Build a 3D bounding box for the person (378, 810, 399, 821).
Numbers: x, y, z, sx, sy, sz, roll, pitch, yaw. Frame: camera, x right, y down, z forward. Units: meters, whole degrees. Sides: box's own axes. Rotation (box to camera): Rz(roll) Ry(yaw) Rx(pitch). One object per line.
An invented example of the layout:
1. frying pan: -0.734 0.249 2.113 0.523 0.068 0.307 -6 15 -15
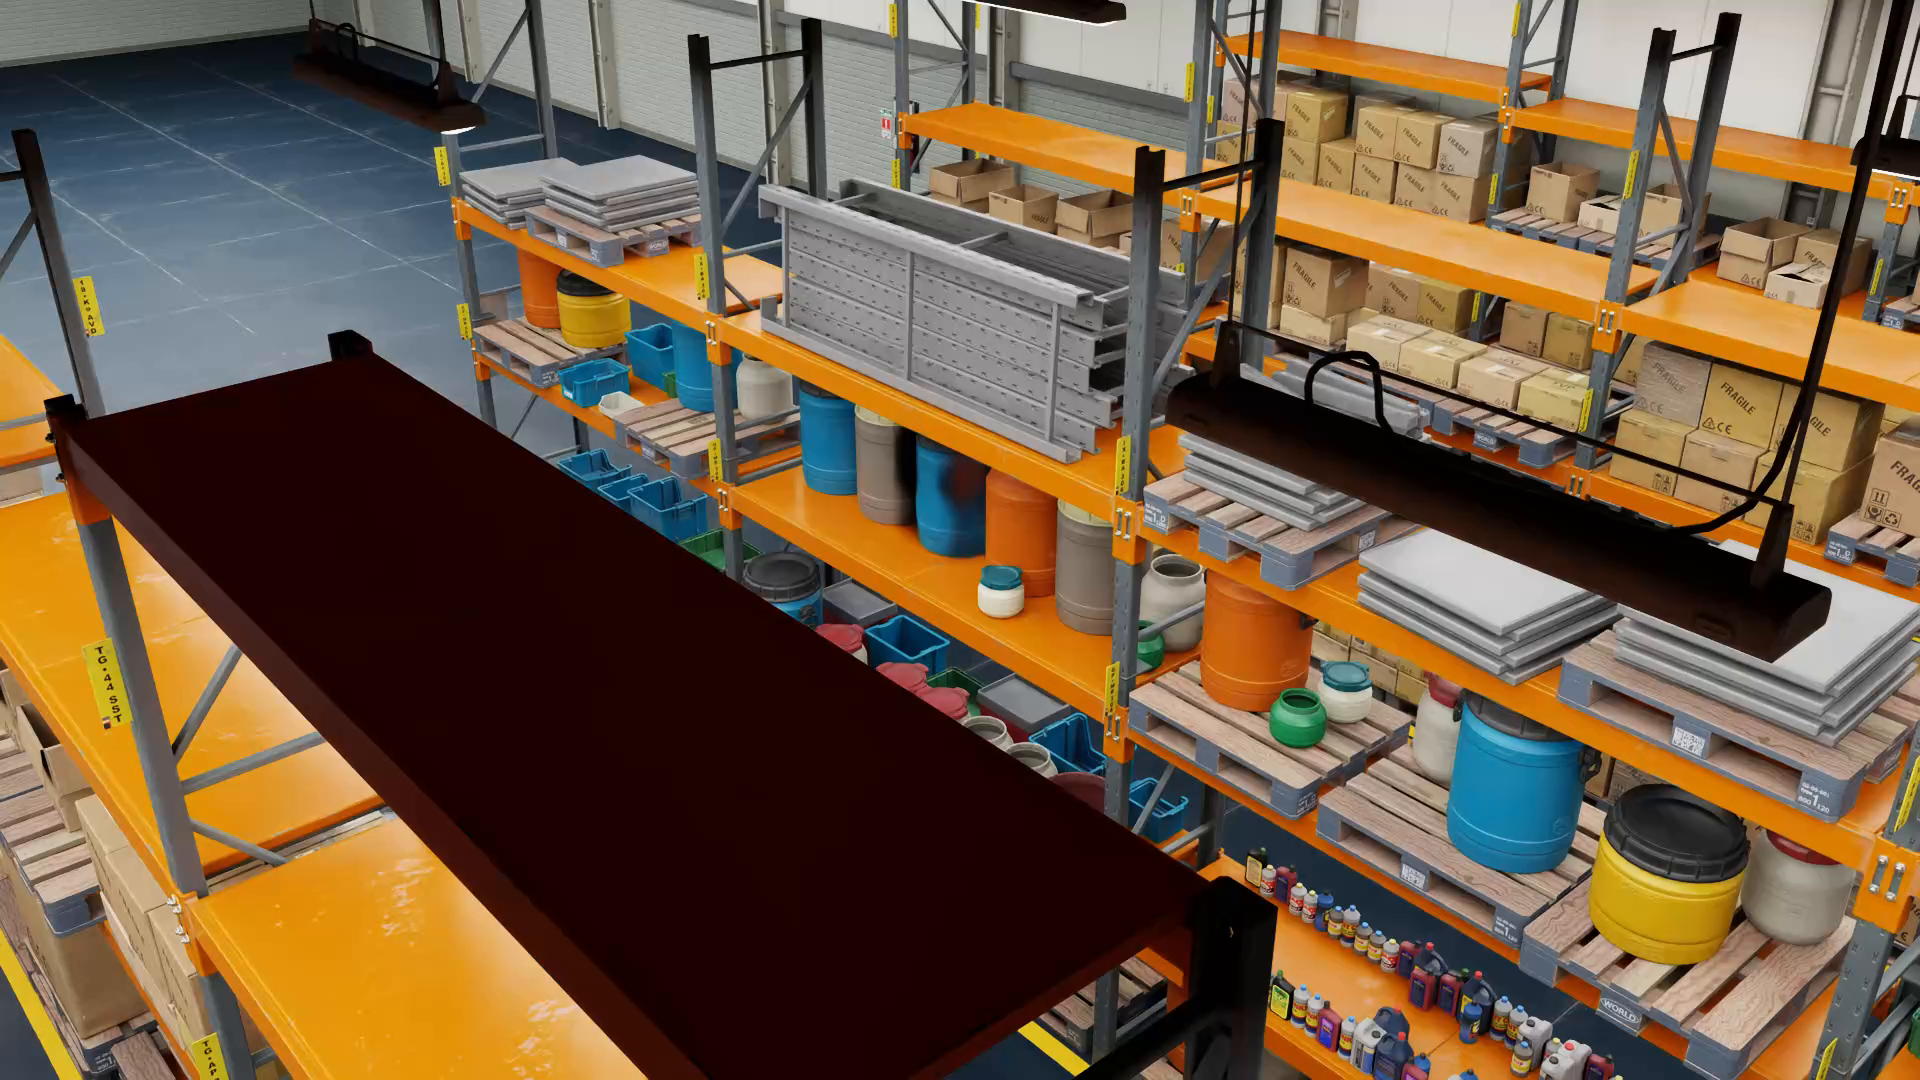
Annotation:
1. person: -3.653 2.414 10.925 0.535 1.575 0.415 16 31 28
